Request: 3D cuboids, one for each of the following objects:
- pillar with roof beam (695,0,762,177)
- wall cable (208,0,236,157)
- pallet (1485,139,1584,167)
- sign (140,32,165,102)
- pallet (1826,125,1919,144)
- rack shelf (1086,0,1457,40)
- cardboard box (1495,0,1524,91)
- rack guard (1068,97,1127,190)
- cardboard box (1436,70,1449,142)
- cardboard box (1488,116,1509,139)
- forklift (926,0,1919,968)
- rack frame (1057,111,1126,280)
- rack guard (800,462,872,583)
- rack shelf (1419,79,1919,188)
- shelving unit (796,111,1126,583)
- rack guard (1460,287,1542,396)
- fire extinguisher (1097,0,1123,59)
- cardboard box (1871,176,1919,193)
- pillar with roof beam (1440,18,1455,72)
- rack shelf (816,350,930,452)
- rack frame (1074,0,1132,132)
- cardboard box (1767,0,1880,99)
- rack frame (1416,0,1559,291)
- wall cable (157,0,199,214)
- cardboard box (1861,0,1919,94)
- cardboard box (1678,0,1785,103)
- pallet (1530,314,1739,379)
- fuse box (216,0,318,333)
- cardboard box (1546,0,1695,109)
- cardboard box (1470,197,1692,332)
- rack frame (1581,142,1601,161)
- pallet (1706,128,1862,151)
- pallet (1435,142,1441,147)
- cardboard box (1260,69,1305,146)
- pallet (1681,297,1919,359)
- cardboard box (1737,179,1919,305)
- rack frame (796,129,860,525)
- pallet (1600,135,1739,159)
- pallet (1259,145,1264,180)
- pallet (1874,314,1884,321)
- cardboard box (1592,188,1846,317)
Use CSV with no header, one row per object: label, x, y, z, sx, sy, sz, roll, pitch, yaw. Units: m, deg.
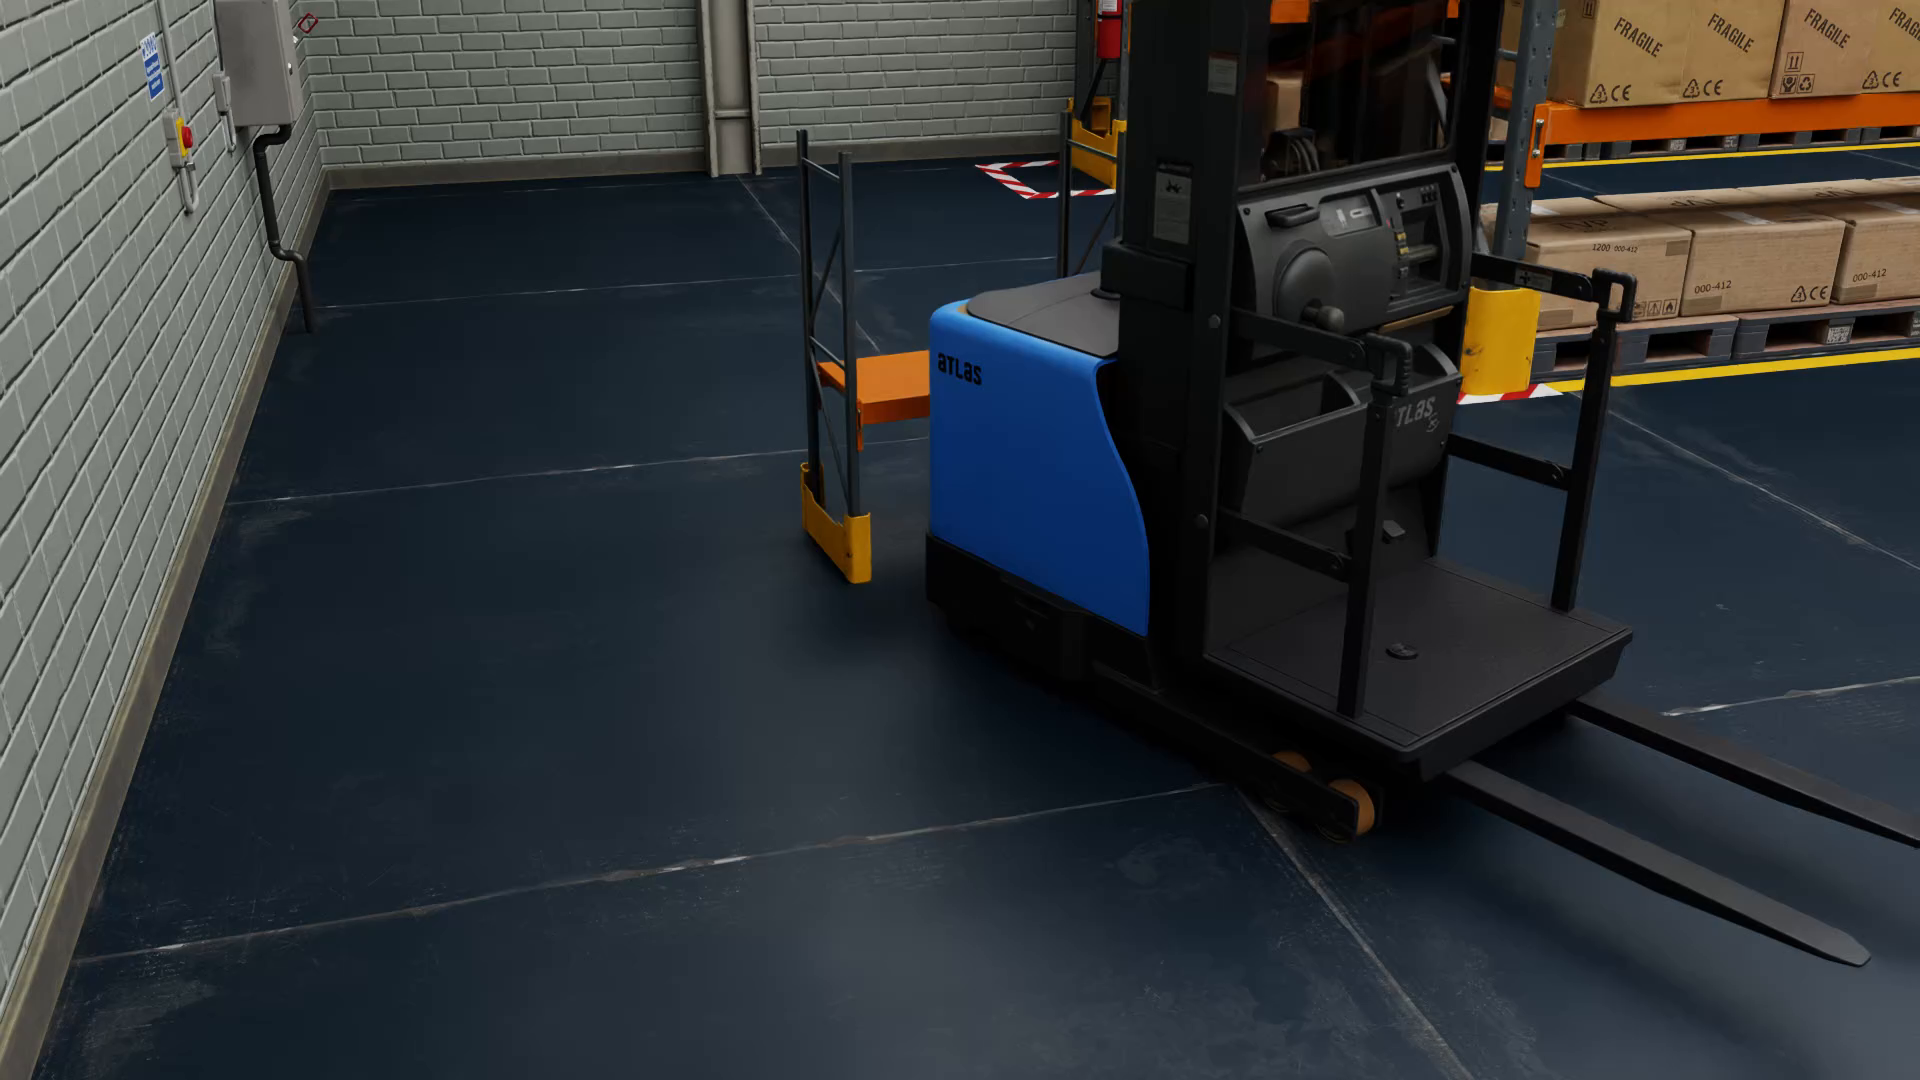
pillar with roof beam,-0.593,-5.356,7.321,0.400,9.000,9.100,-6,24,-14
wall cable,-3.389,-2.689,7.425,0.122,1.984,0.588,-6,24,-14
pallet,4.273,-3.251,13.558,1.213,0.211,1.003,-6,24,-14
sign,-3.041,-1.785,6.262,0.001,0.218,0.327,-6,24,-14
pallet,8.057,-3.684,14.569,1.213,0.211,1.003,-6,24,-14
rack shelf,3.009,-4.061,12.823,4.000,0.370,1.077,-6,24,-14
cardboard box,2.821,-2.493,8.128,0.500,0.500,0.500,-6,24,-14
rack guard,1.157,-3.038,12.697,0.348,0.500,1.175,-6,24,-14
cardboard box,3.531,-3.439,13.099,0.500,0.500,0.700,-7,24,-16
cardboard box,4.134,-3.333,13.147,0.258,0.266,0.396,-5,24,-12
forklift,1.214,-0.772,4.332,1.130,2.935,3.031,-18,29,-36
rack frame,0.479,-0.800,6.213,0.032,1.500,0.500,-9,25,-21
rack guard,-0.458,-0.072,6.101,0.087,0.250,0.587,-9,25,-21
rack shelf,4.354,-2.177,8.432,4.000,0.370,1.077,-6,24,-14
shelving unit,0.002,-0.722,6.031,1.083,1.500,0.587,-9,25,-21
rack guard,2.405,-1.144,8.281,0.348,0.500,1.175,-6,24,-14
fire extinguisher,1.067,-3.781,11.828,0.183,0.674,0.296,-6,24,-14
cardboard box,5.646,-1.710,9.149,0.875,0.438,0.875,-7,24,-15
pillar with roof beam,5.184,-5.995,8.811,0.400,9.000,9.100,-6,24,-14
rack shelf,0.010,-0.558,6.105,1.000,0.185,0.538,-9,25,-21
rack frame,1.083,-4.179,12.185,0.127,3.000,1.000,-6,24,-14
cardboard box,3.942,-2.395,7.900,0.500,0.500,0.500,-6,24,-15
rack frame,2.428,-2.295,7.794,0.127,3.000,1.000,-6,24,-14
wall cable,-2.995,-2.167,6.167,0.123,1.953,0.585,-6,24,-14
cardboard box,4.419,-2.454,8.039,0.500,0.500,0.500,-6,24,-13
cardboard box,3.447,-2.347,7.790,0.500,0.500,0.500,-7,24,-15
pallet,3.177,-1.128,8.612,1.213,0.211,1.003,-6,24,-14
fuse box,-3.422,-1.906,8.523,0.414,1.711,0.539,-6,24,-14
cardboard box,2.968,-2.283,7.639,0.500,0.500,0.500,-7,24,-15
cardboard box,3.036,-1.419,8.469,0.875,0.438,0.875,-7,24,-16
rack frame,4.935,-4.605,13.178,0.127,3.000,1.000,-6,24,-14
pallet,6.885,-3.556,14.269,1.213,0.211,1.003,-6,24,-14
pallet,3.096,-3.119,13.252,1.213,0.211,1.003,-6,24,-14
cardboard box,2.532,-3.329,12.841,0.500,0.500,0.700,-5,24,-12
pallet,4.349,-1.257,8.911,1.213,0.211,1.003,-6,24,-14
cardboard box,4.784,-1.615,8.926,0.875,0.438,0.875,-7,24,-16
rack frame,-0.459,-0.646,5.854,0.032,1.500,0.500,-9,25,-21
pallet,5.708,-3.424,13.963,1.213,0.211,1.003,-6,24,-14
pallet,1.924,-2.991,12.953,1.213,0.211,1.003,-6,24,-14
pallet,5.526,-1.388,9.217,1.213,0.211,1.003,-6,24,-14
cardboard box,3.915,-1.519,8.703,0.875,0.438,0.875,-6,24,-13
